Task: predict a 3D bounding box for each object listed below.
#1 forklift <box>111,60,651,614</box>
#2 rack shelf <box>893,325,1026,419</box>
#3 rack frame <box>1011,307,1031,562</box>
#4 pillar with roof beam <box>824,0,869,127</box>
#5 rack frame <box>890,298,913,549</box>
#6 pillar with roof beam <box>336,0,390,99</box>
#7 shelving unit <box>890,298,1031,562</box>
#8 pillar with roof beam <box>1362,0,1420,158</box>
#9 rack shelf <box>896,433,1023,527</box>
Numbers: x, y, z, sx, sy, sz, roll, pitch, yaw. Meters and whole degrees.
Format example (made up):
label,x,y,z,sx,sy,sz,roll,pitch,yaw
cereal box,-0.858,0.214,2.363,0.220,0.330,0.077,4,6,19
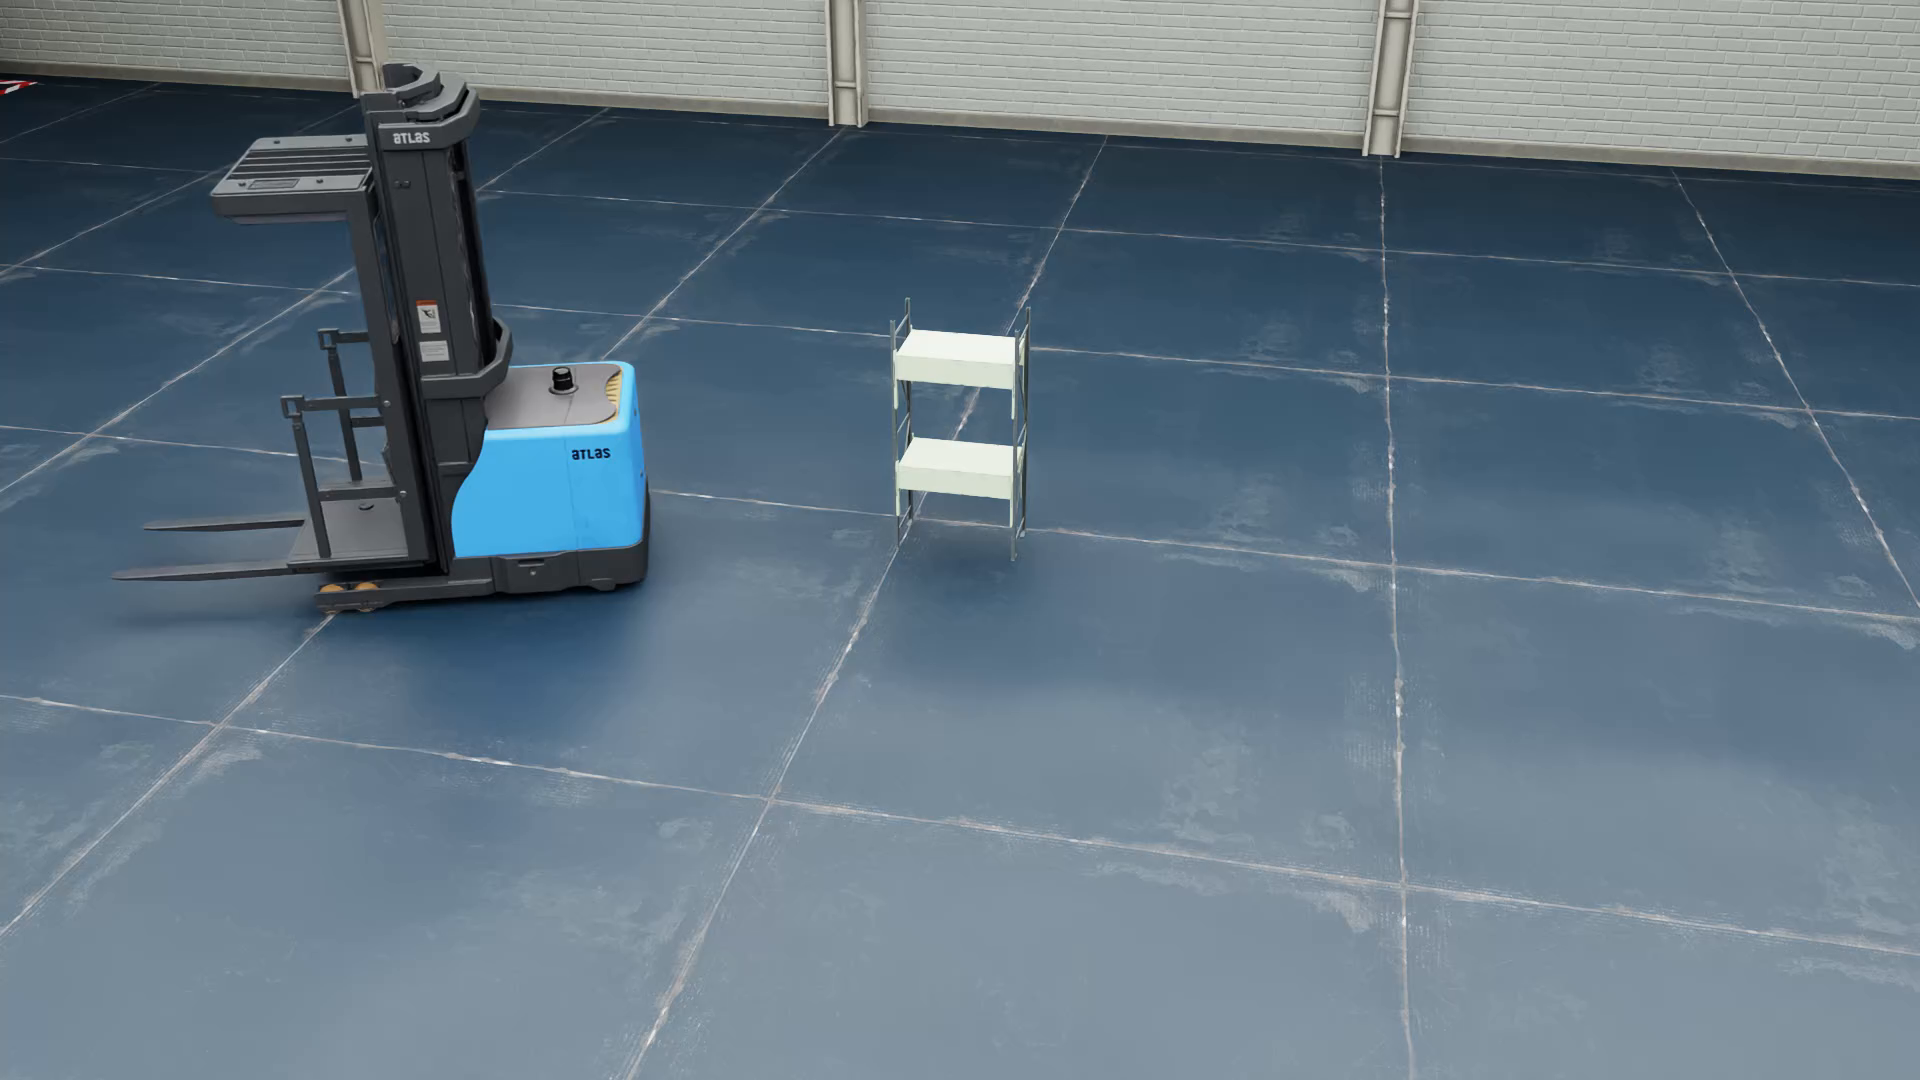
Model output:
label,x,y,z,sx,sy,sz,roll,pitch,yaw
forklift,-3.423,-1.127,9.419,3.031,2.935,1.130,-4,29,-7
rack shelf,0.007,-1.000,9.863,0.720,0.370,0.431,6,29,11
rack frame,0.364,-0.620,9.984,0.023,1.500,0.400,6,29,11
pillar with roof beam,-2.183,-6.744,13.361,0.400,9.000,9.100,6,29,11
rack frame,-0.351,-0.694,10.118,0.023,1.500,0.400,6,29,11
pillar with roof beam,-8.050,-7.346,14.460,0.400,9.000,9.100,6,29,11
shelving unit,0.007,-0.657,10.051,0.755,1.500,0.431,6,29,11
pillar with roof beam,3.685,-6.143,12.262,0.400,9.000,9.100,6,29,11
rack shelf,0.007,-0.371,10.207,0.720,0.370,0.431,6,29,11
